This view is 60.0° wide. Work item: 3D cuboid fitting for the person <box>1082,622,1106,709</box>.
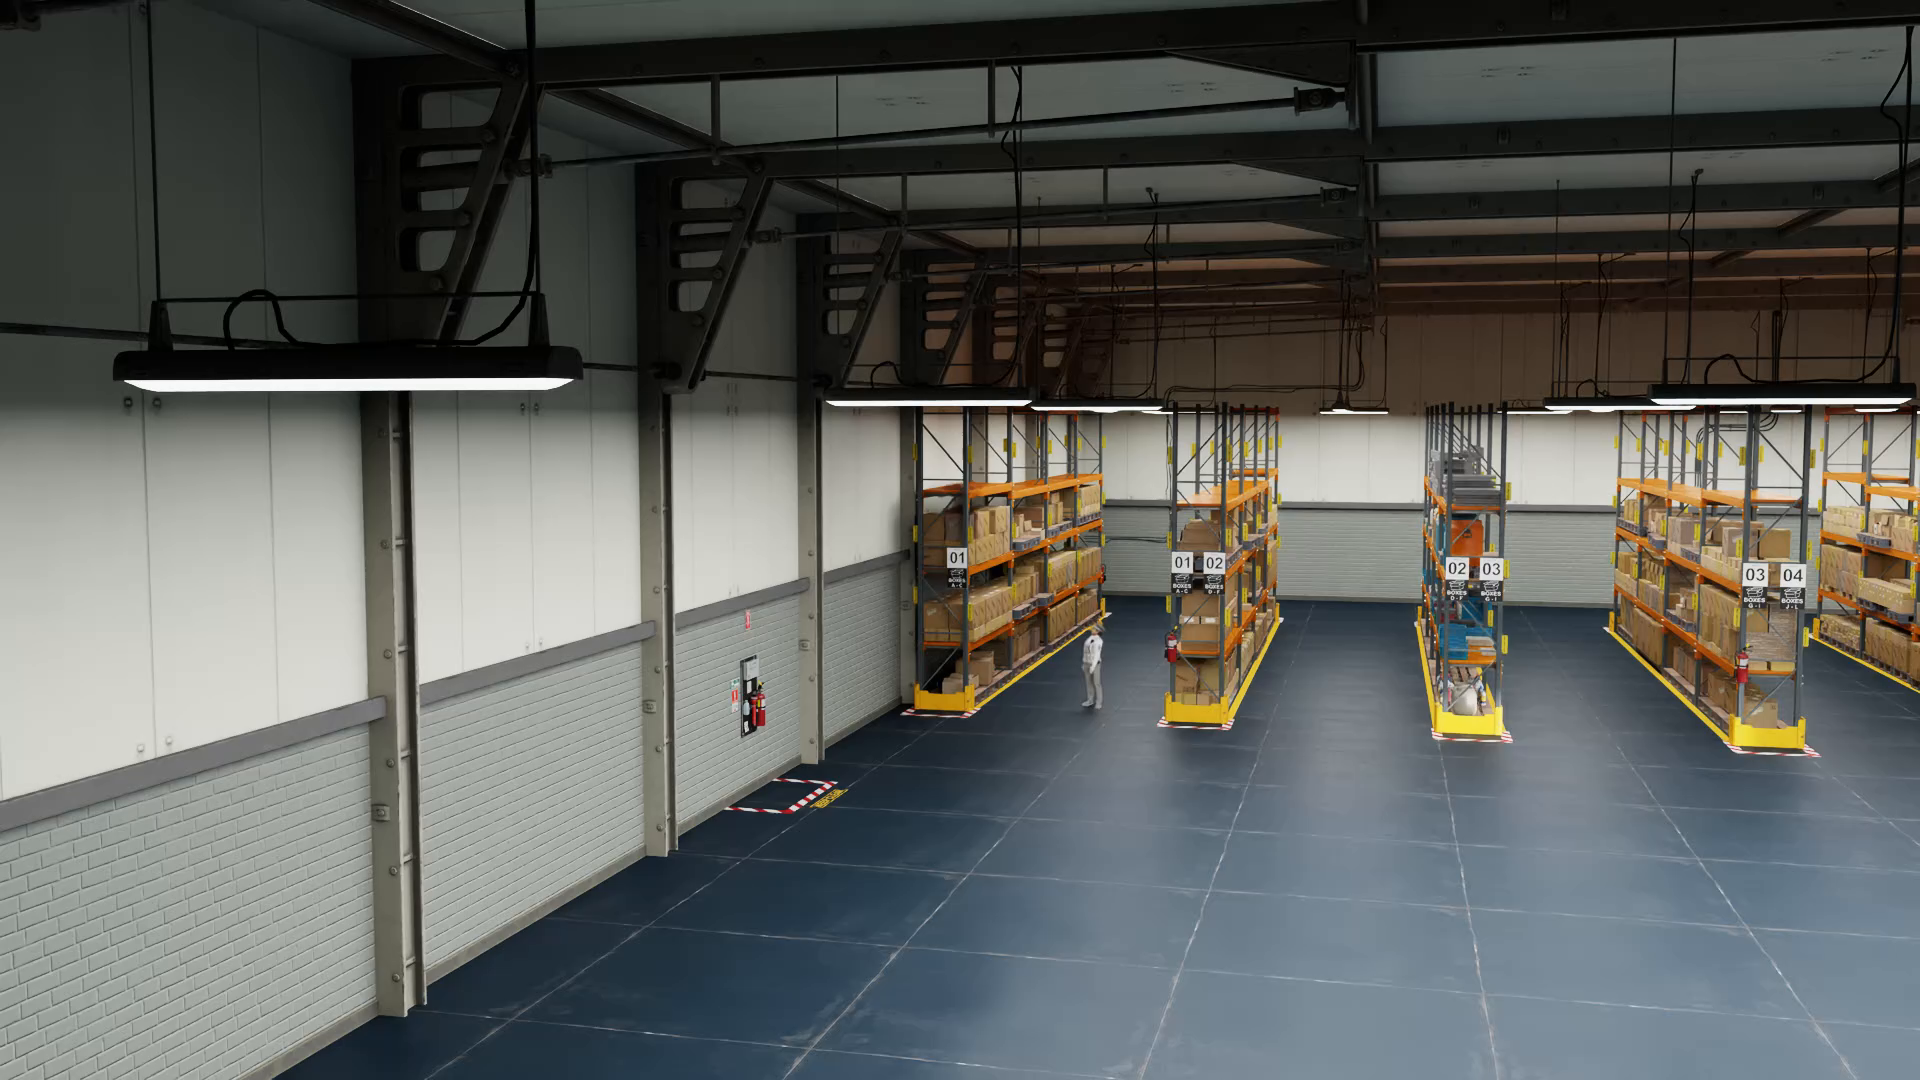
[{"bbox_3d":[2.638,2.471,32.848,0.464,1.719,0.526,-3,5,-39],"label":"person"}]
